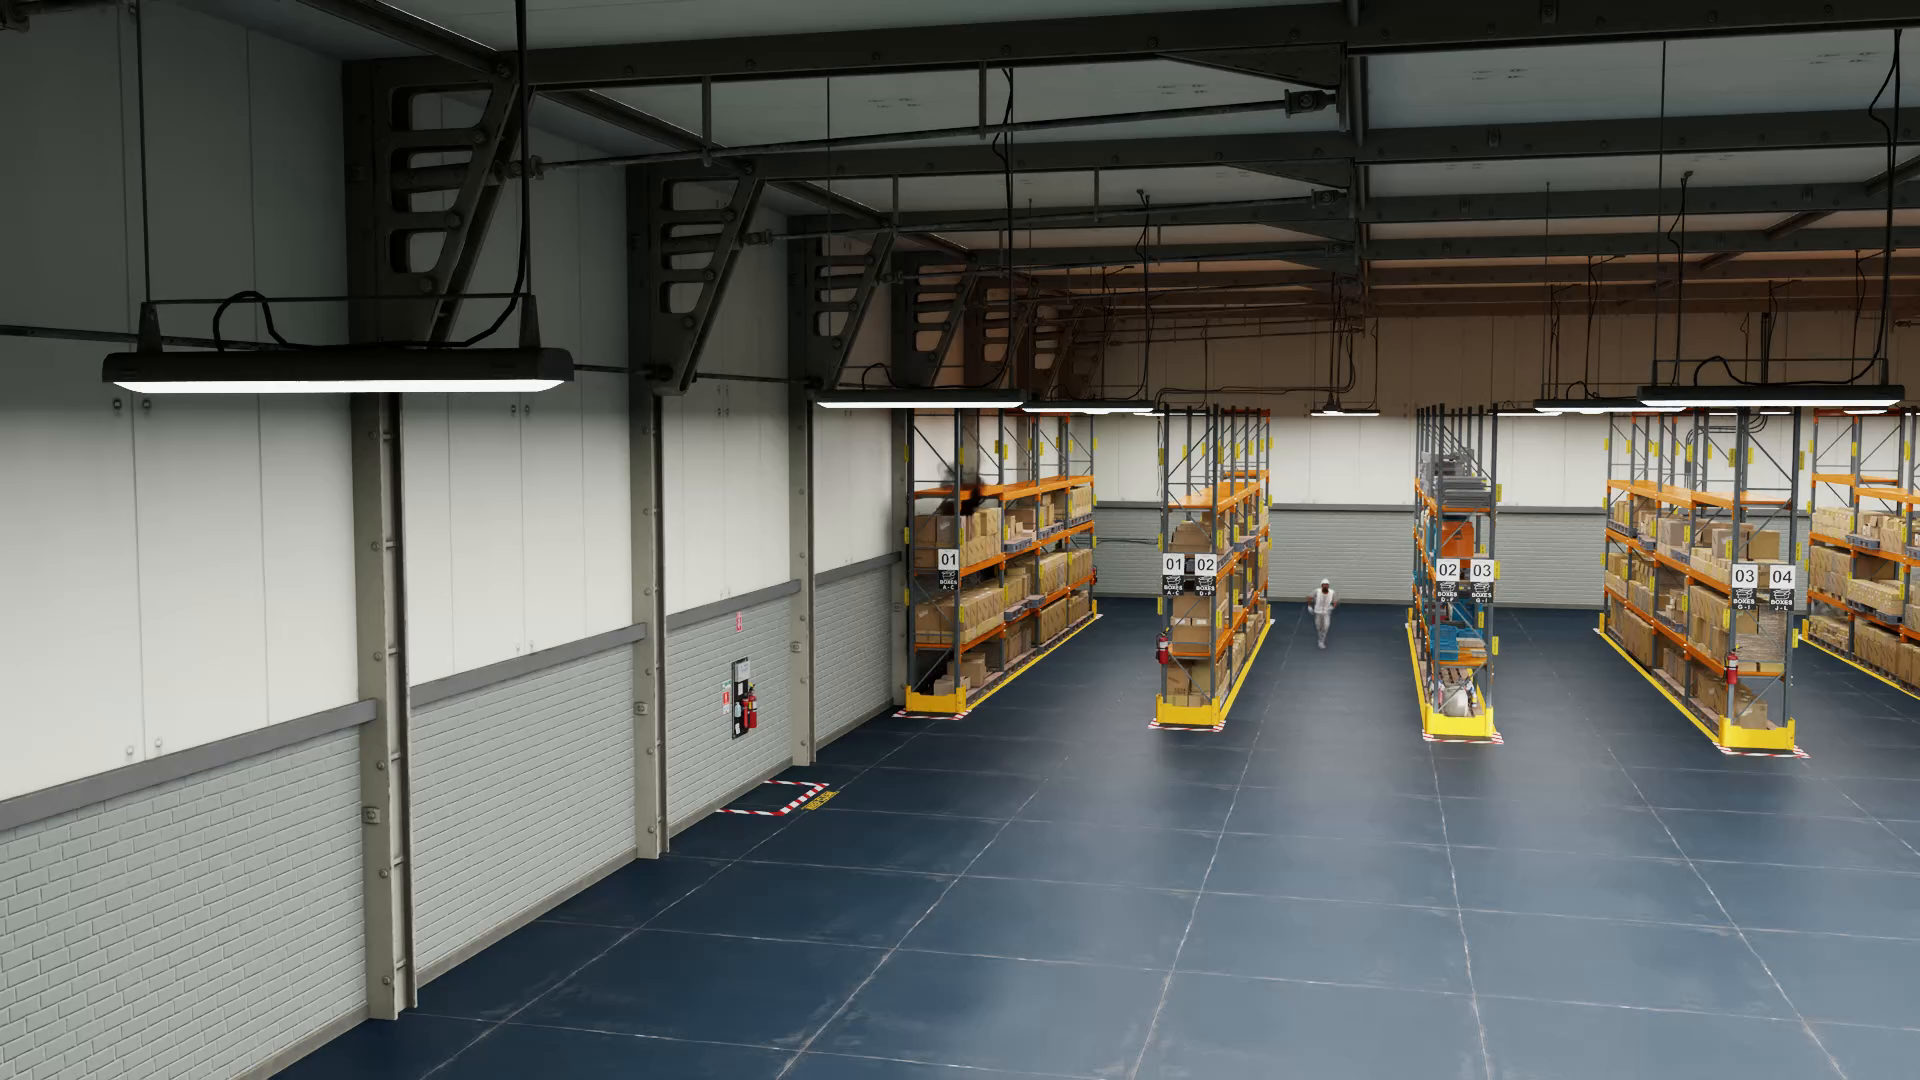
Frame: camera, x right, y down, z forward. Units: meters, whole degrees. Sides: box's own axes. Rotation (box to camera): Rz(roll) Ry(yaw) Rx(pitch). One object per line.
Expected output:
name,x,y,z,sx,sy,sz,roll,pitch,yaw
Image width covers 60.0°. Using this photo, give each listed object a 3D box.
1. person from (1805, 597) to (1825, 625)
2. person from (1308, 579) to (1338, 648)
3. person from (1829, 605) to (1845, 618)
person,22.885,1.662,44.337,0.761,1.701,0.723,3,5,31
person,9.097,1.840,41.697,0.728,1.730,0.700,1,4,10
person,23.334,1.671,44.034,0.681,1.693,0.690,1,4,11
